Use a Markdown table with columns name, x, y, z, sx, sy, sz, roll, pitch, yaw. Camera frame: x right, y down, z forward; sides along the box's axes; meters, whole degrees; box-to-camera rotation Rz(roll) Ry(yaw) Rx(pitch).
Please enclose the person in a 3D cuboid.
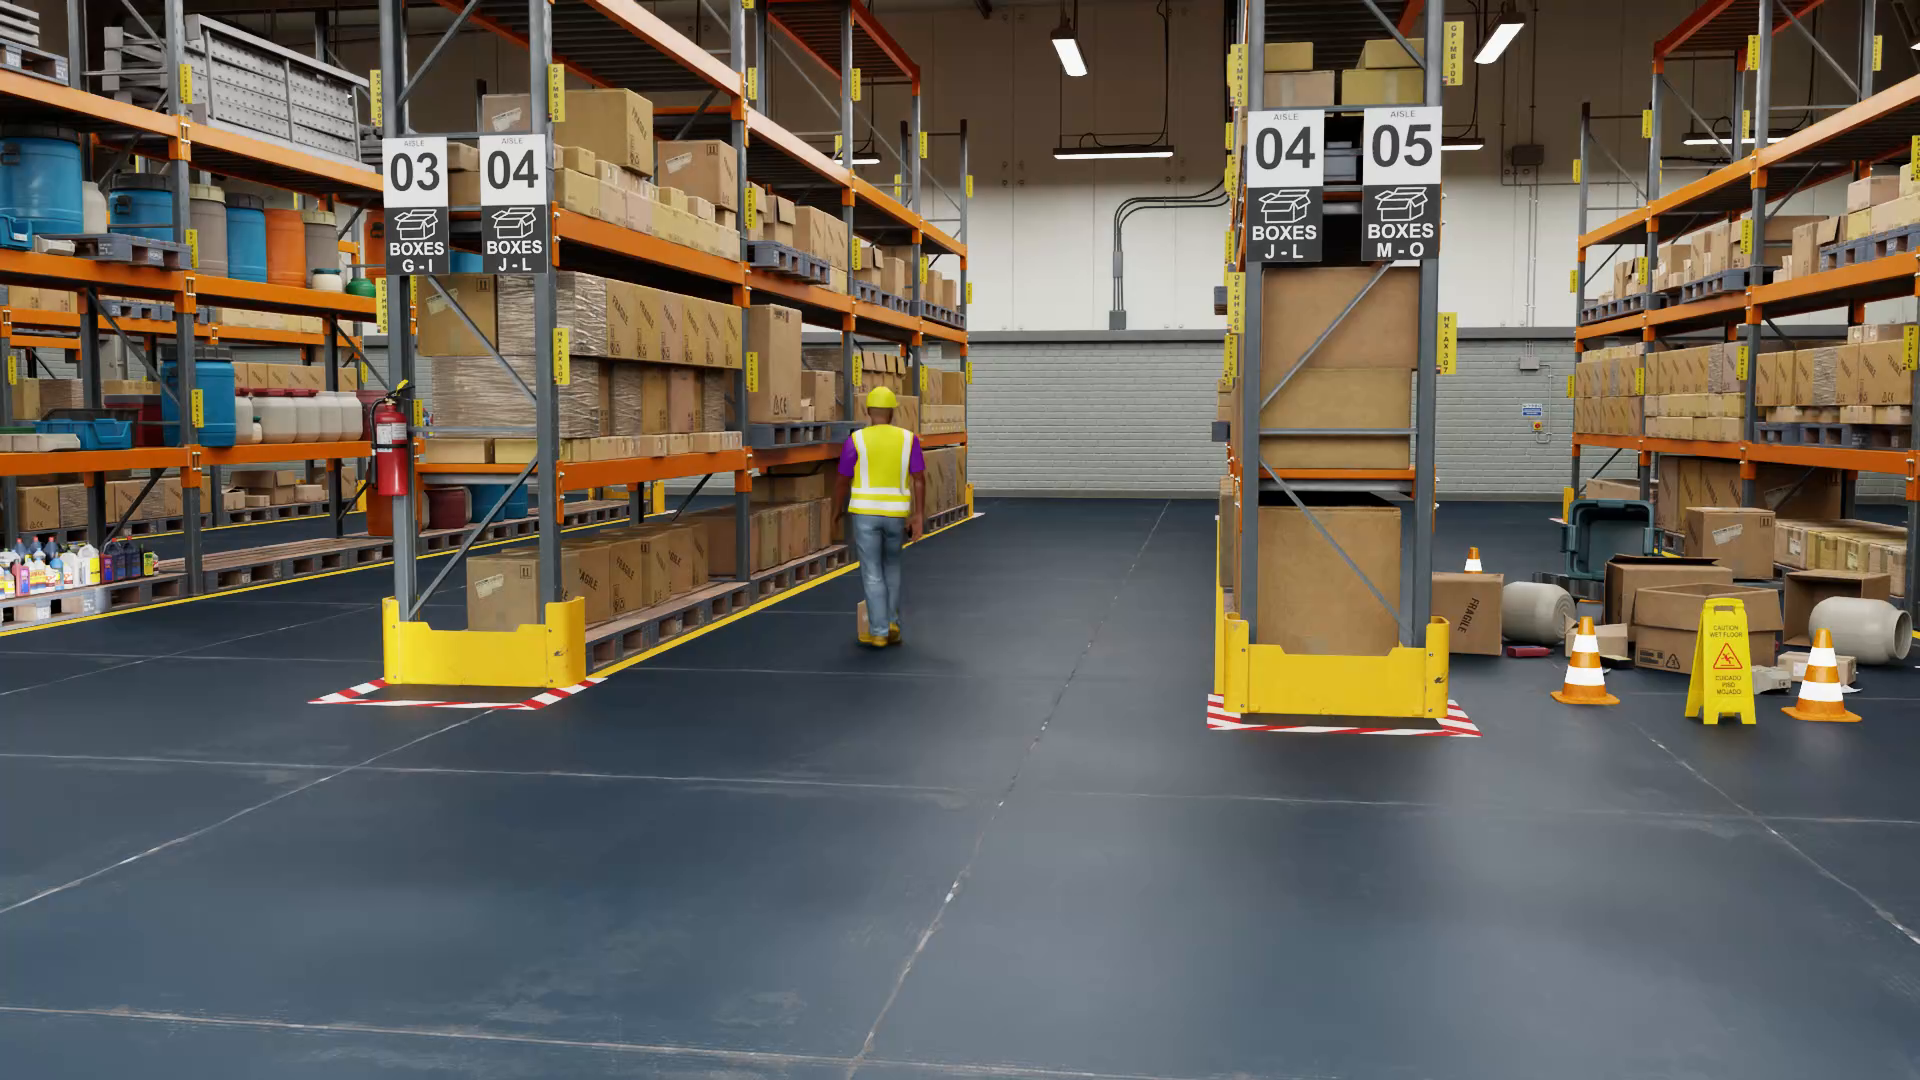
| name | x | y | z | sx | sy | sz | roll | pitch | yaw |
| --- | --- | --- | --- | --- | --- | --- | --- | --- | --- |
| person | -0.594 | -0.145 | 11.495 | 0.590 | 1.809 | 0.700 | -1 | 5 | -16 |
